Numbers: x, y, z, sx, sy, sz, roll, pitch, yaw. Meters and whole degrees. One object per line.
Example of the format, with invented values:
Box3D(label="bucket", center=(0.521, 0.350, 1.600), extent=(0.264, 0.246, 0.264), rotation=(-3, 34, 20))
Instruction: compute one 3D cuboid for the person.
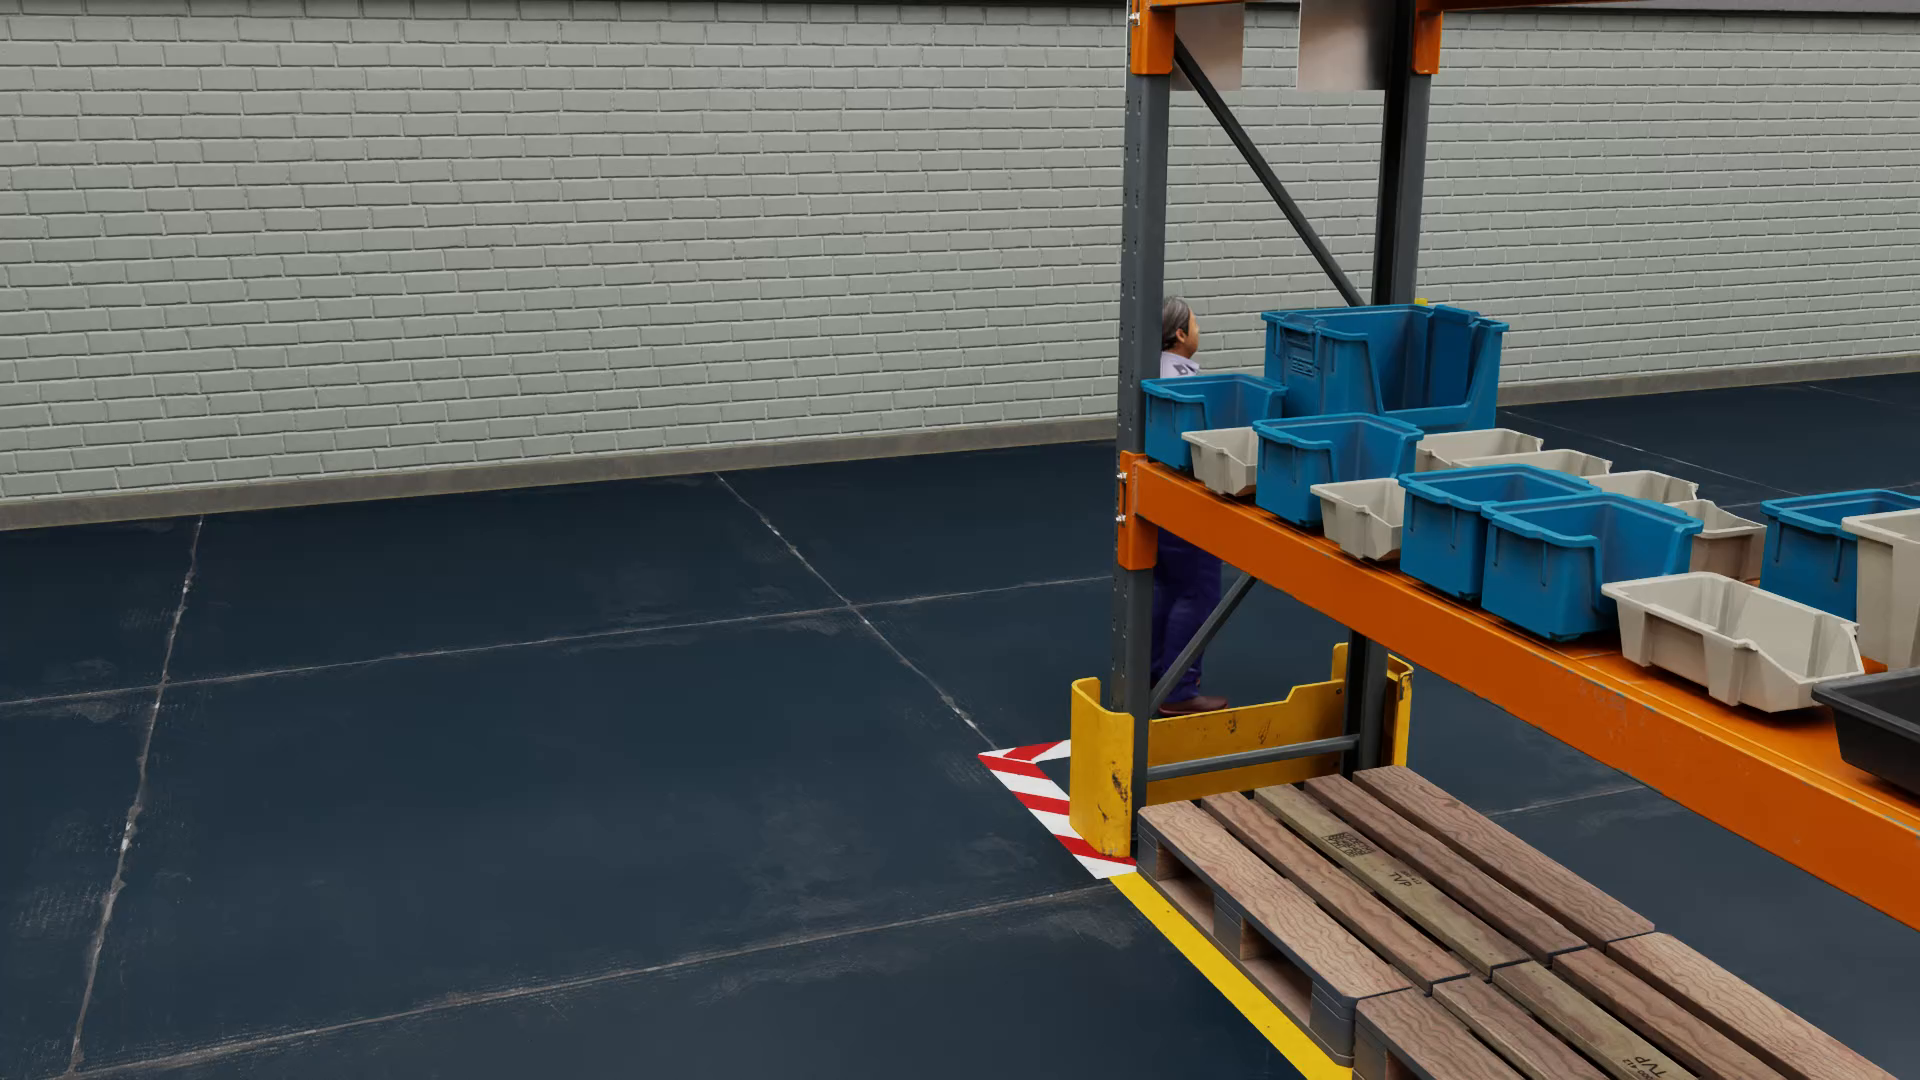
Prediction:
Box3D(label="person", center=(0.930, -0.134, 6.566), extent=(0.518, 1.625, 0.460), rotation=(-5, 16, -17))
